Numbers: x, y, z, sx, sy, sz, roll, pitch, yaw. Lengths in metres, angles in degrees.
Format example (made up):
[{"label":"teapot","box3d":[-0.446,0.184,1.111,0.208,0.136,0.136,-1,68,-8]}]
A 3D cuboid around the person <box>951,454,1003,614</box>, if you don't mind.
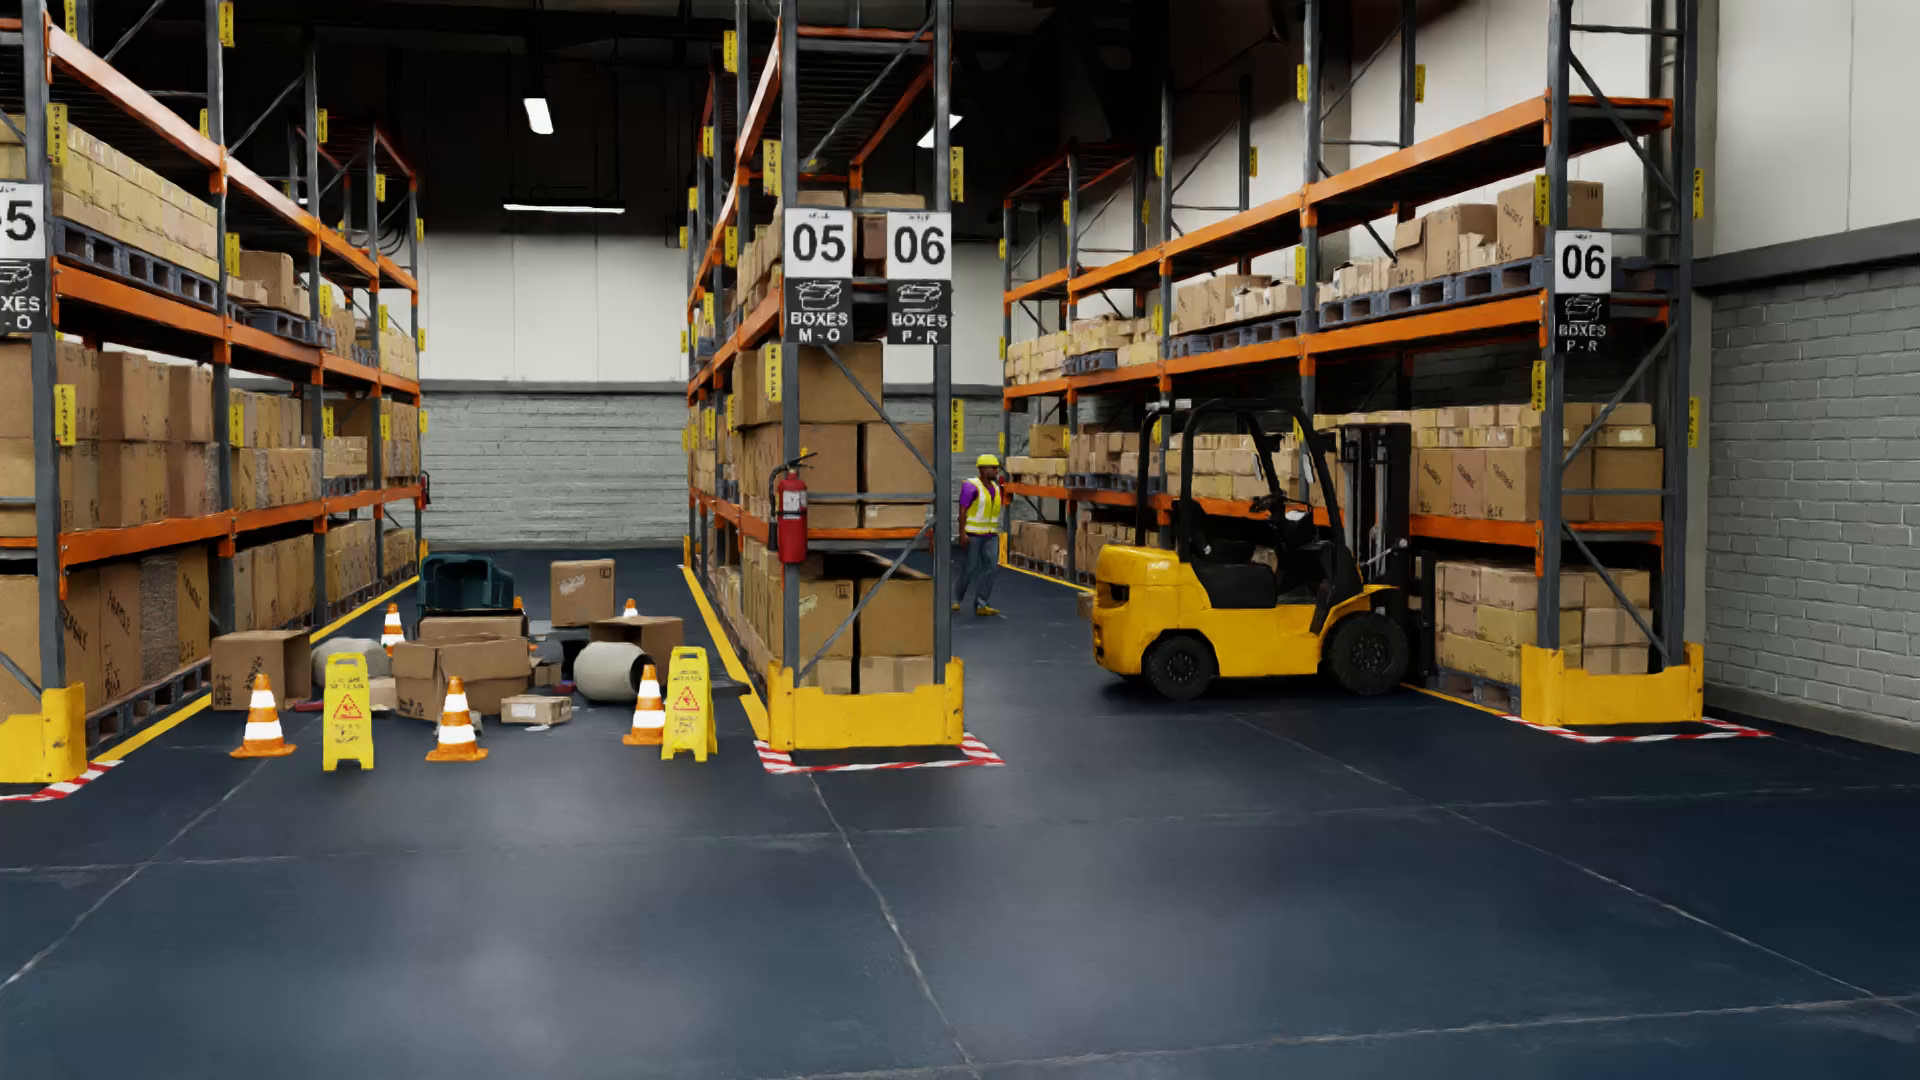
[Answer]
[{"label":"person","box3d":[0.178,-0.066,18.192,0.607,1.754,0.559,-3,4,-44]}]
